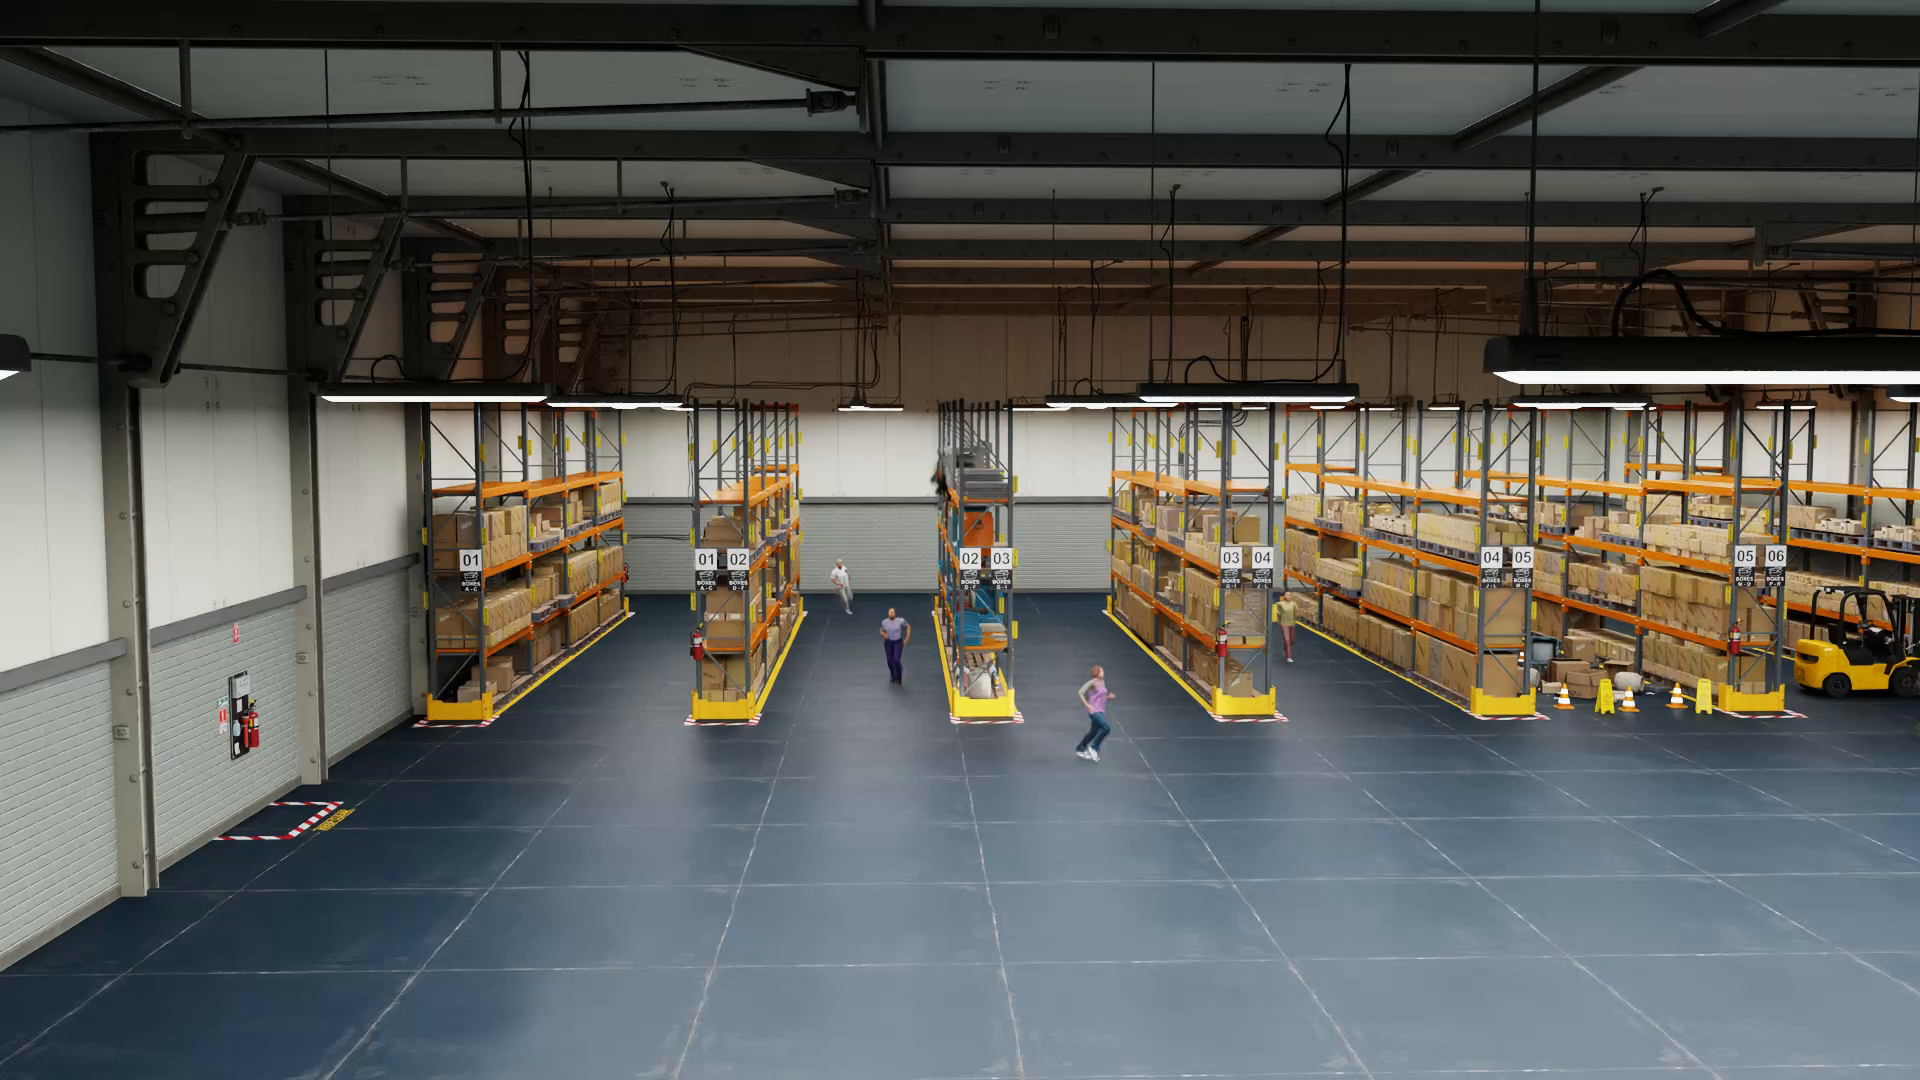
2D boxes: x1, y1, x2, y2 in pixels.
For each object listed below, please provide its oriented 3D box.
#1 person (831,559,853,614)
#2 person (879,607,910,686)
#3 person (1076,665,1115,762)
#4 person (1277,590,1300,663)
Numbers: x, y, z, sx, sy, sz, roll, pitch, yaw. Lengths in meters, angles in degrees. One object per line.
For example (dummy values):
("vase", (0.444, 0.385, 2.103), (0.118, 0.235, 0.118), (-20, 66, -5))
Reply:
("person", (-3.395, 1.334, 47.616), (0.687, 1.571, 0.565), (-3, 5, -33))
("person", (-1.393, 2.272, 35.113), (0.617, 1.699, 0.707), (1, 4, 11))
("person", (2.230, 2.853, 27.421), (0.667, 1.585, 0.529), (2, 5, 26))
("person", (7.561, 1.973, 38.440), (0.587, 1.644, 0.901), (0, 4, -6))
